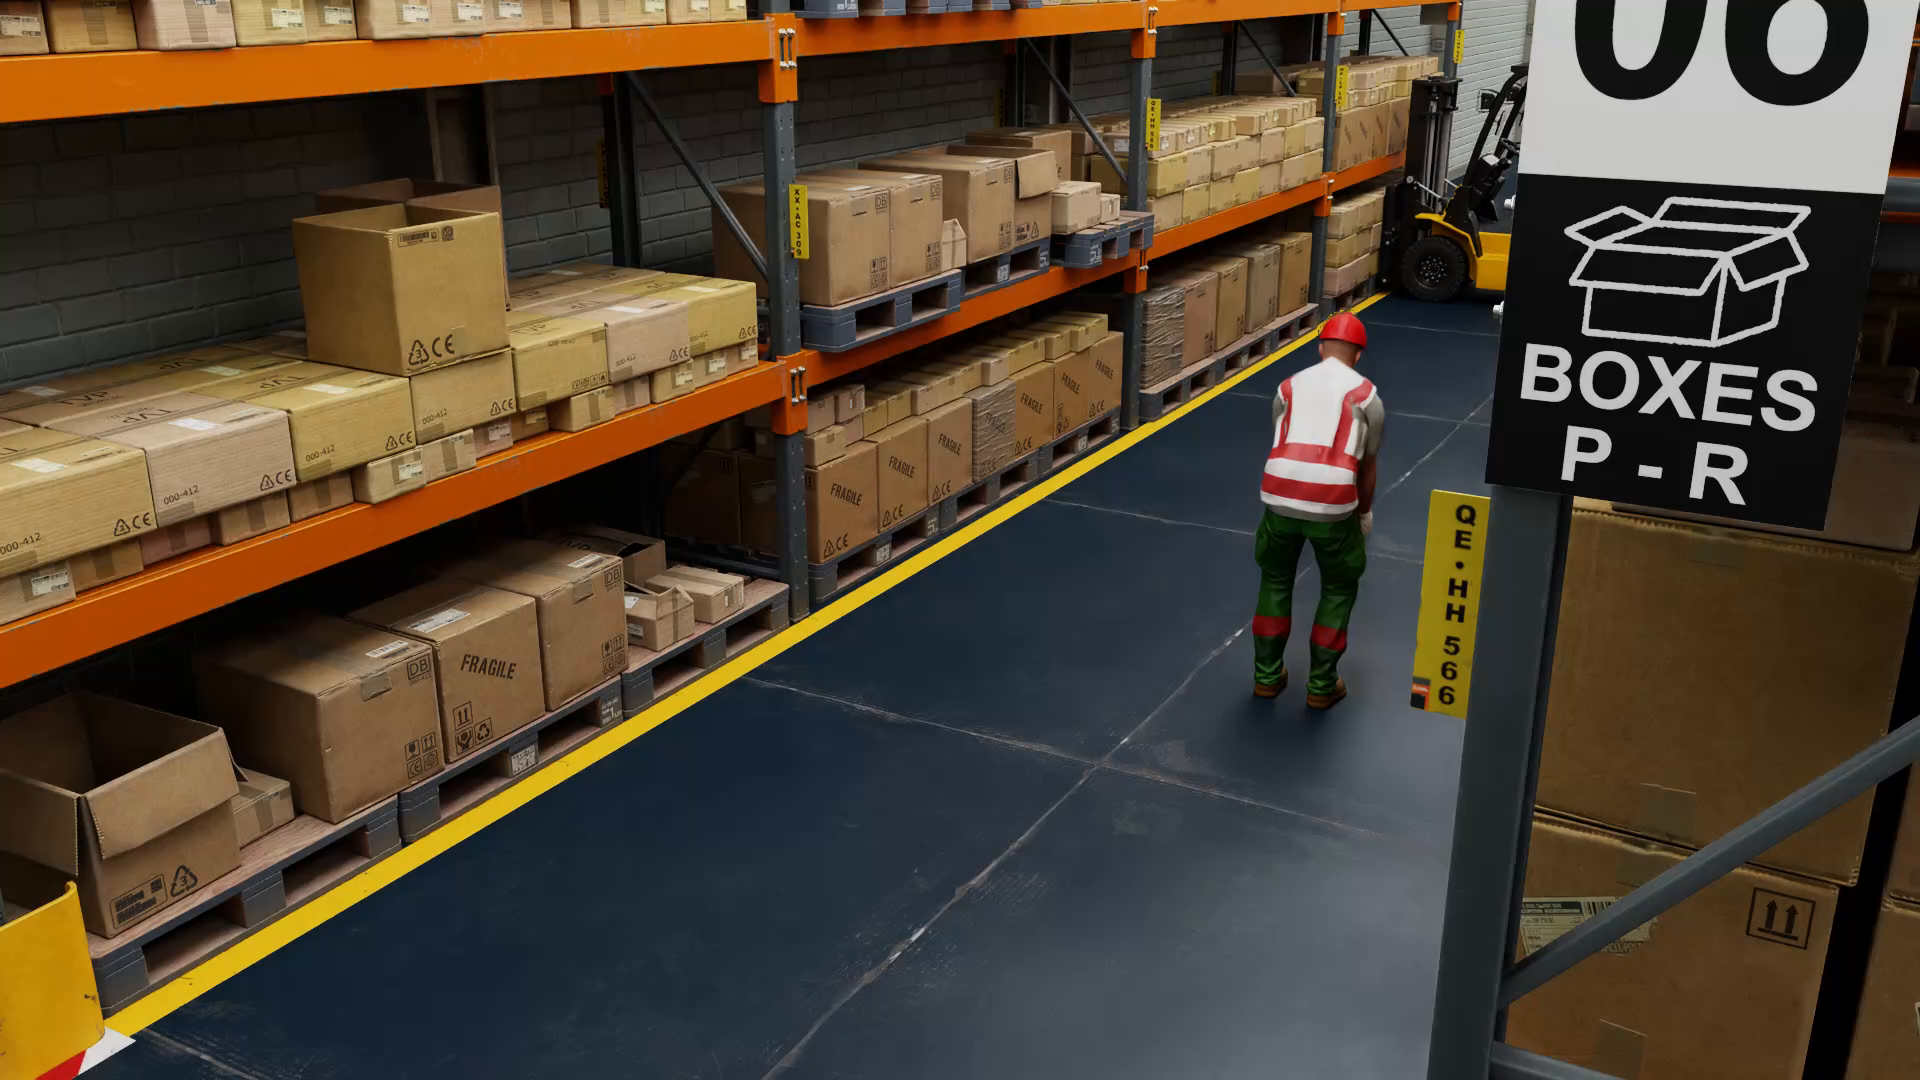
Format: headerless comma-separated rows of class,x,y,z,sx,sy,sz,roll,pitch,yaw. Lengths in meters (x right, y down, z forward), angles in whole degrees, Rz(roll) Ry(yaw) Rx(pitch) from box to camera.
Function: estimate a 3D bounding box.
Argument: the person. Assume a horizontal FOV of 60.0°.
person,1.550,-0.138,7.168,0.490,1.627,0.740,10,22,26
